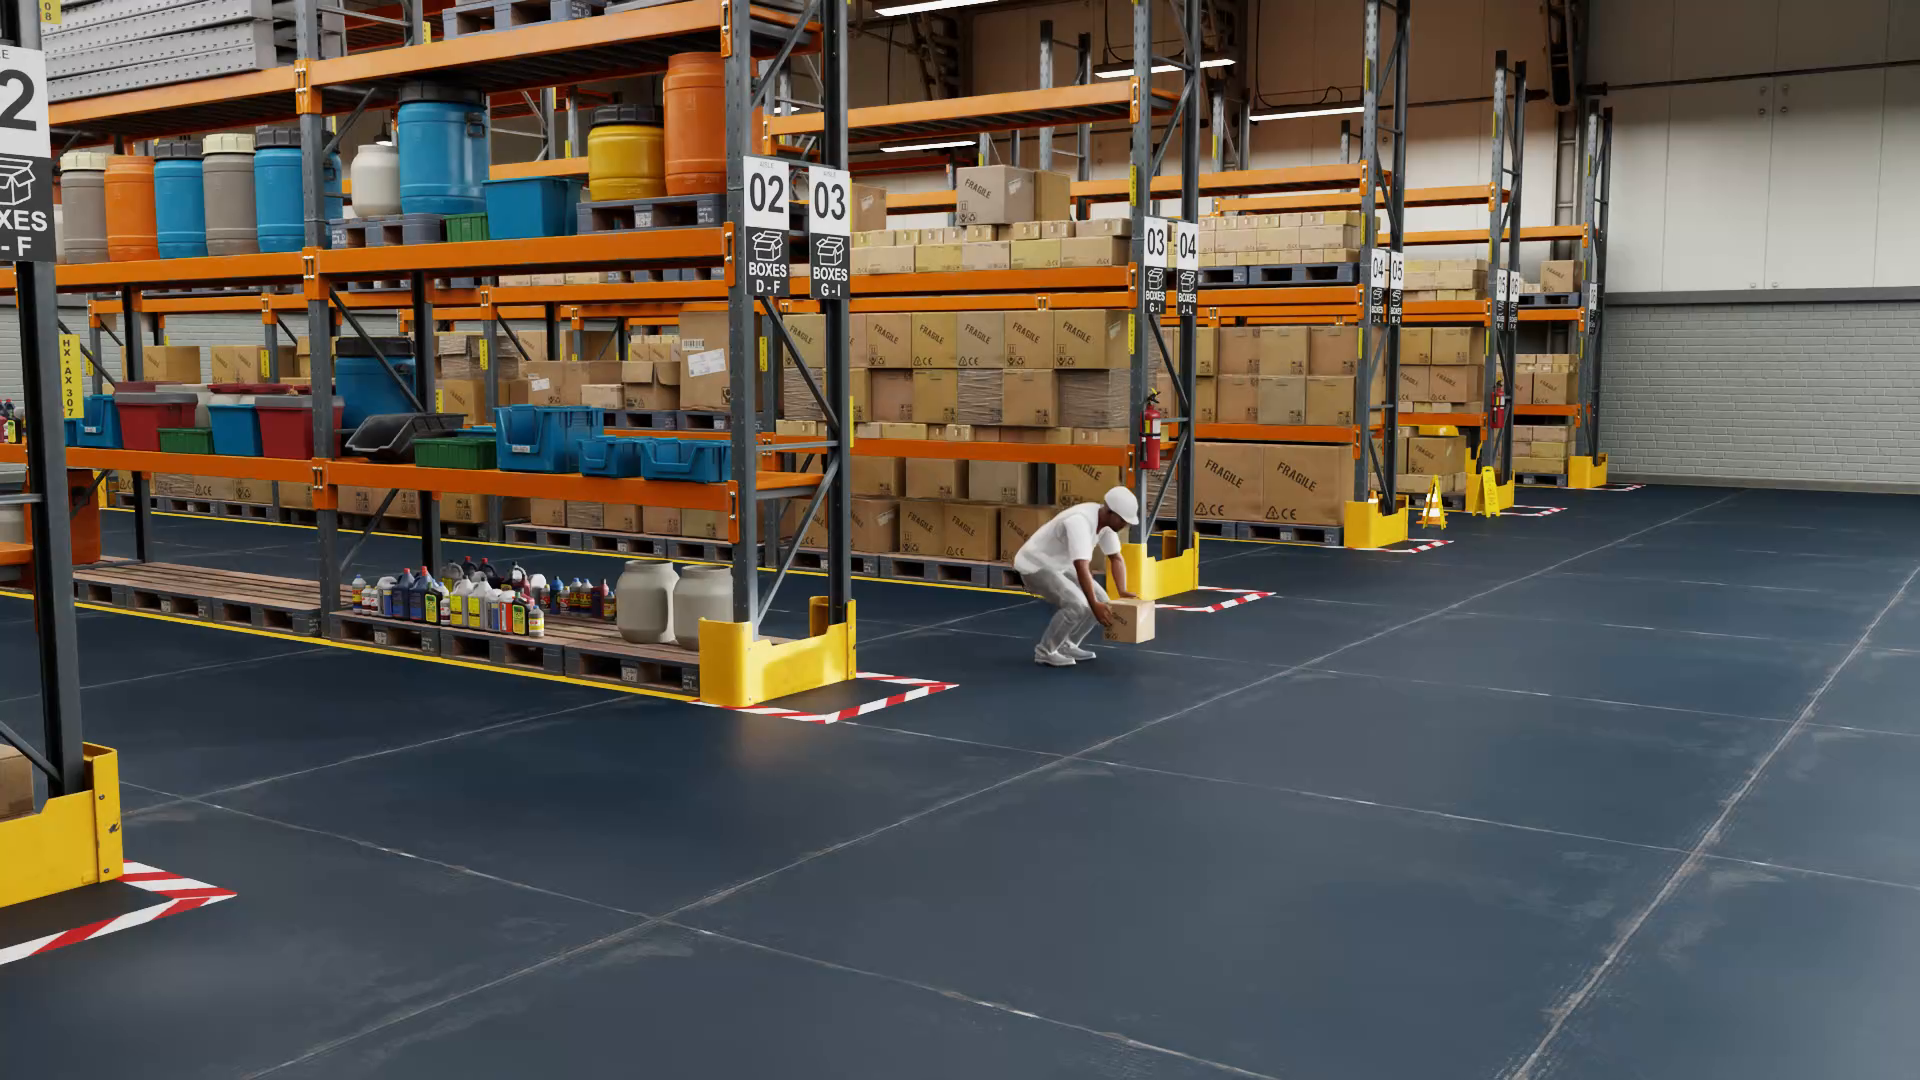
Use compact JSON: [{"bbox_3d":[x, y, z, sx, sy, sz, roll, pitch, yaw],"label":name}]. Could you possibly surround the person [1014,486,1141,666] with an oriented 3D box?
[{"bbox_3d":[0.802,0.230,11.173,0.839,1.204,0.620,4,8,33],"label":"person"}]
